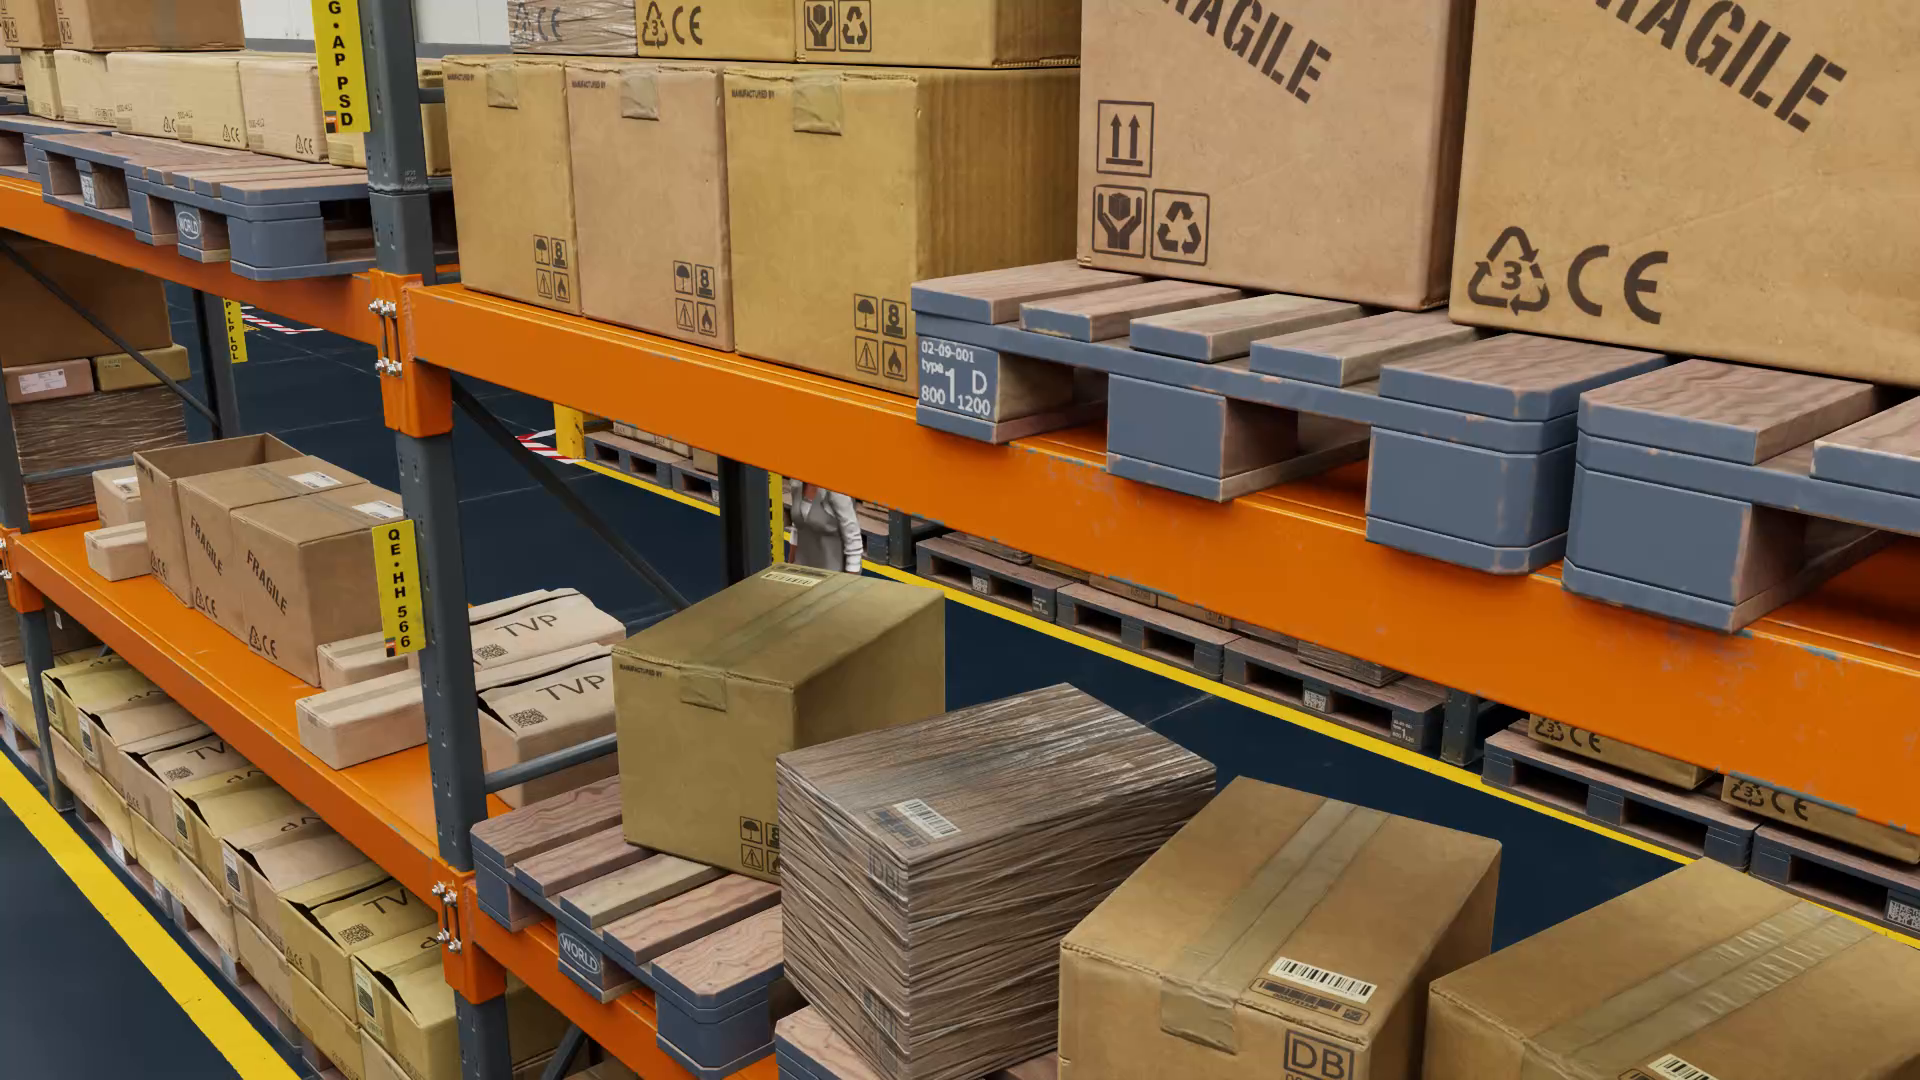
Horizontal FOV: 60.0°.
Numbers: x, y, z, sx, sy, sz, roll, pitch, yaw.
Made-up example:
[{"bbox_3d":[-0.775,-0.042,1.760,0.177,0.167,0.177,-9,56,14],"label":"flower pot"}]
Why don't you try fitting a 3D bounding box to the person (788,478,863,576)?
[{"bbox_3d":[-0.656,0.217,7.886,0.477,1.592,0.345,16,24,41],"label":"person"}]
